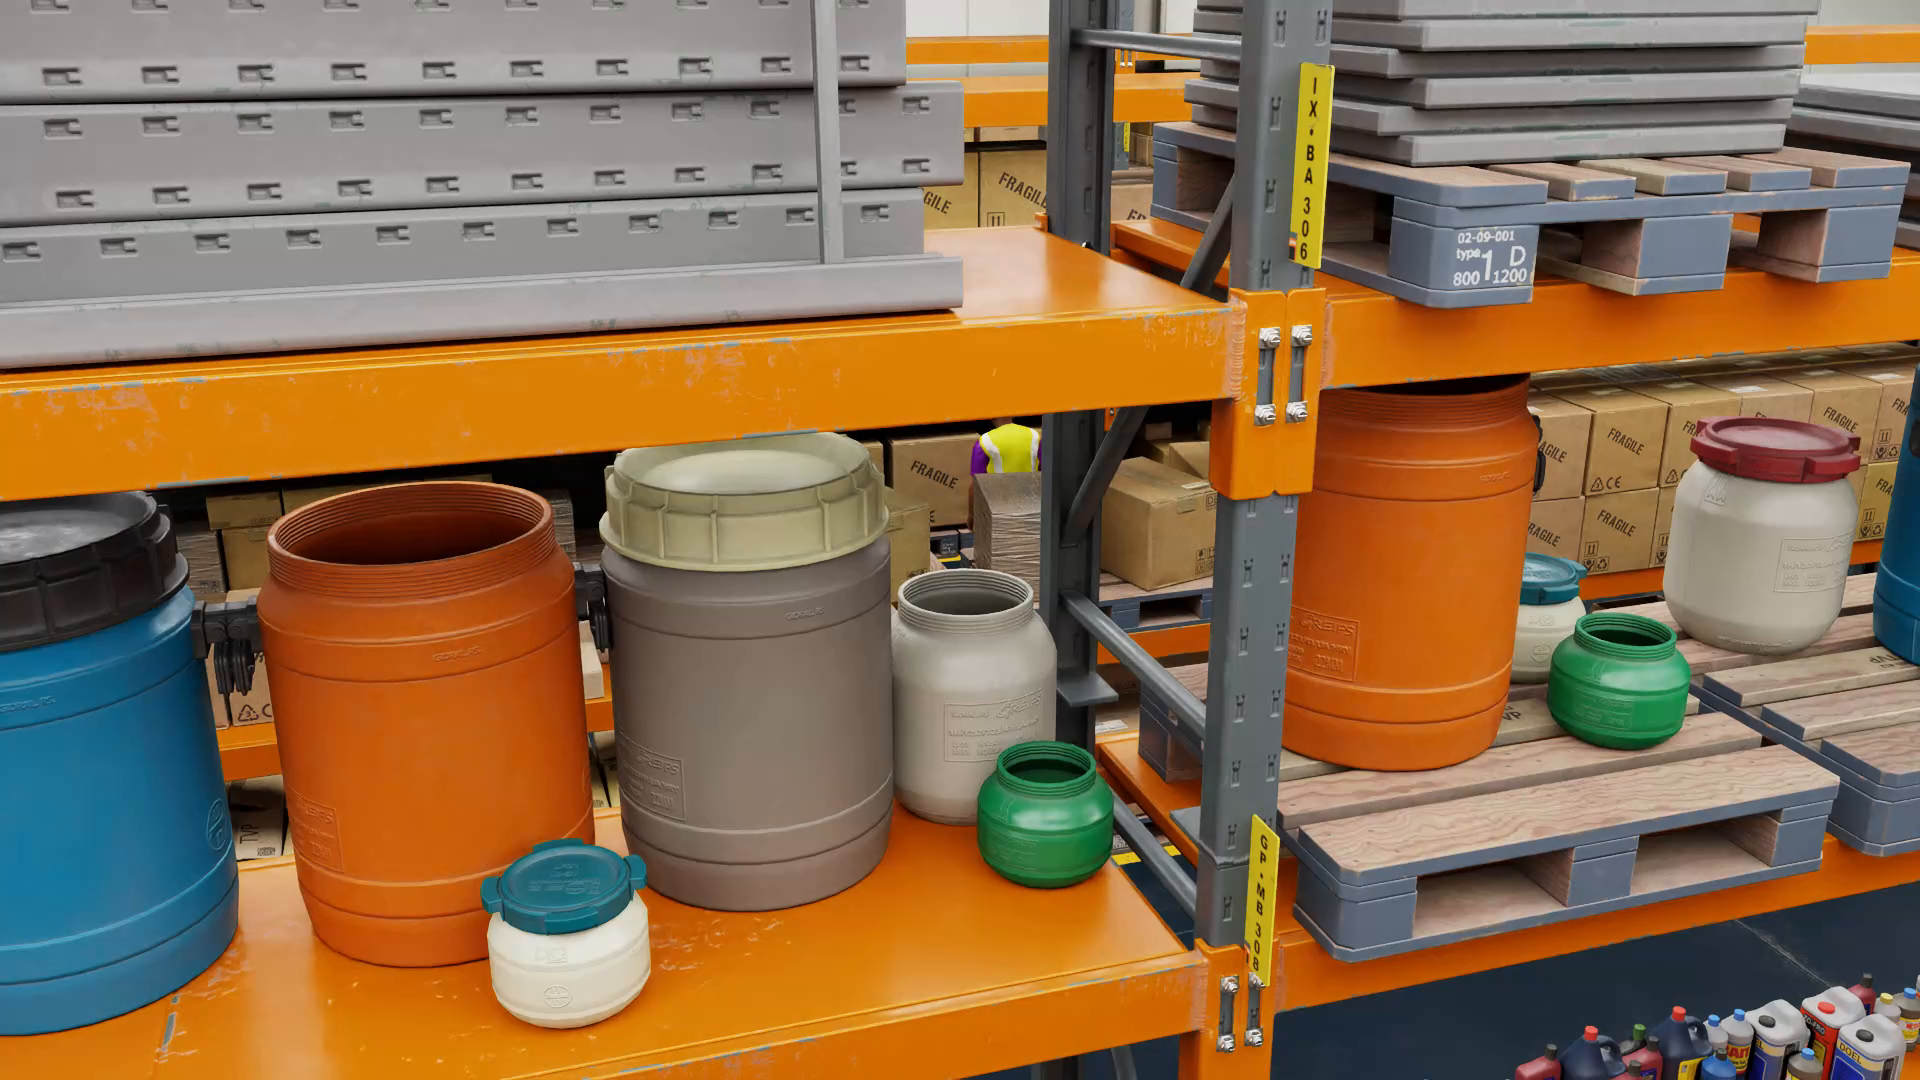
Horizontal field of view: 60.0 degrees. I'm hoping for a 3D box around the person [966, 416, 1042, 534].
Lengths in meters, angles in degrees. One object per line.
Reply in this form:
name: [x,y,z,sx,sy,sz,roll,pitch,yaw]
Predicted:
person: [0.341,-0.233,12.213,0.634,1.760,0.459,-7,20,-20]
